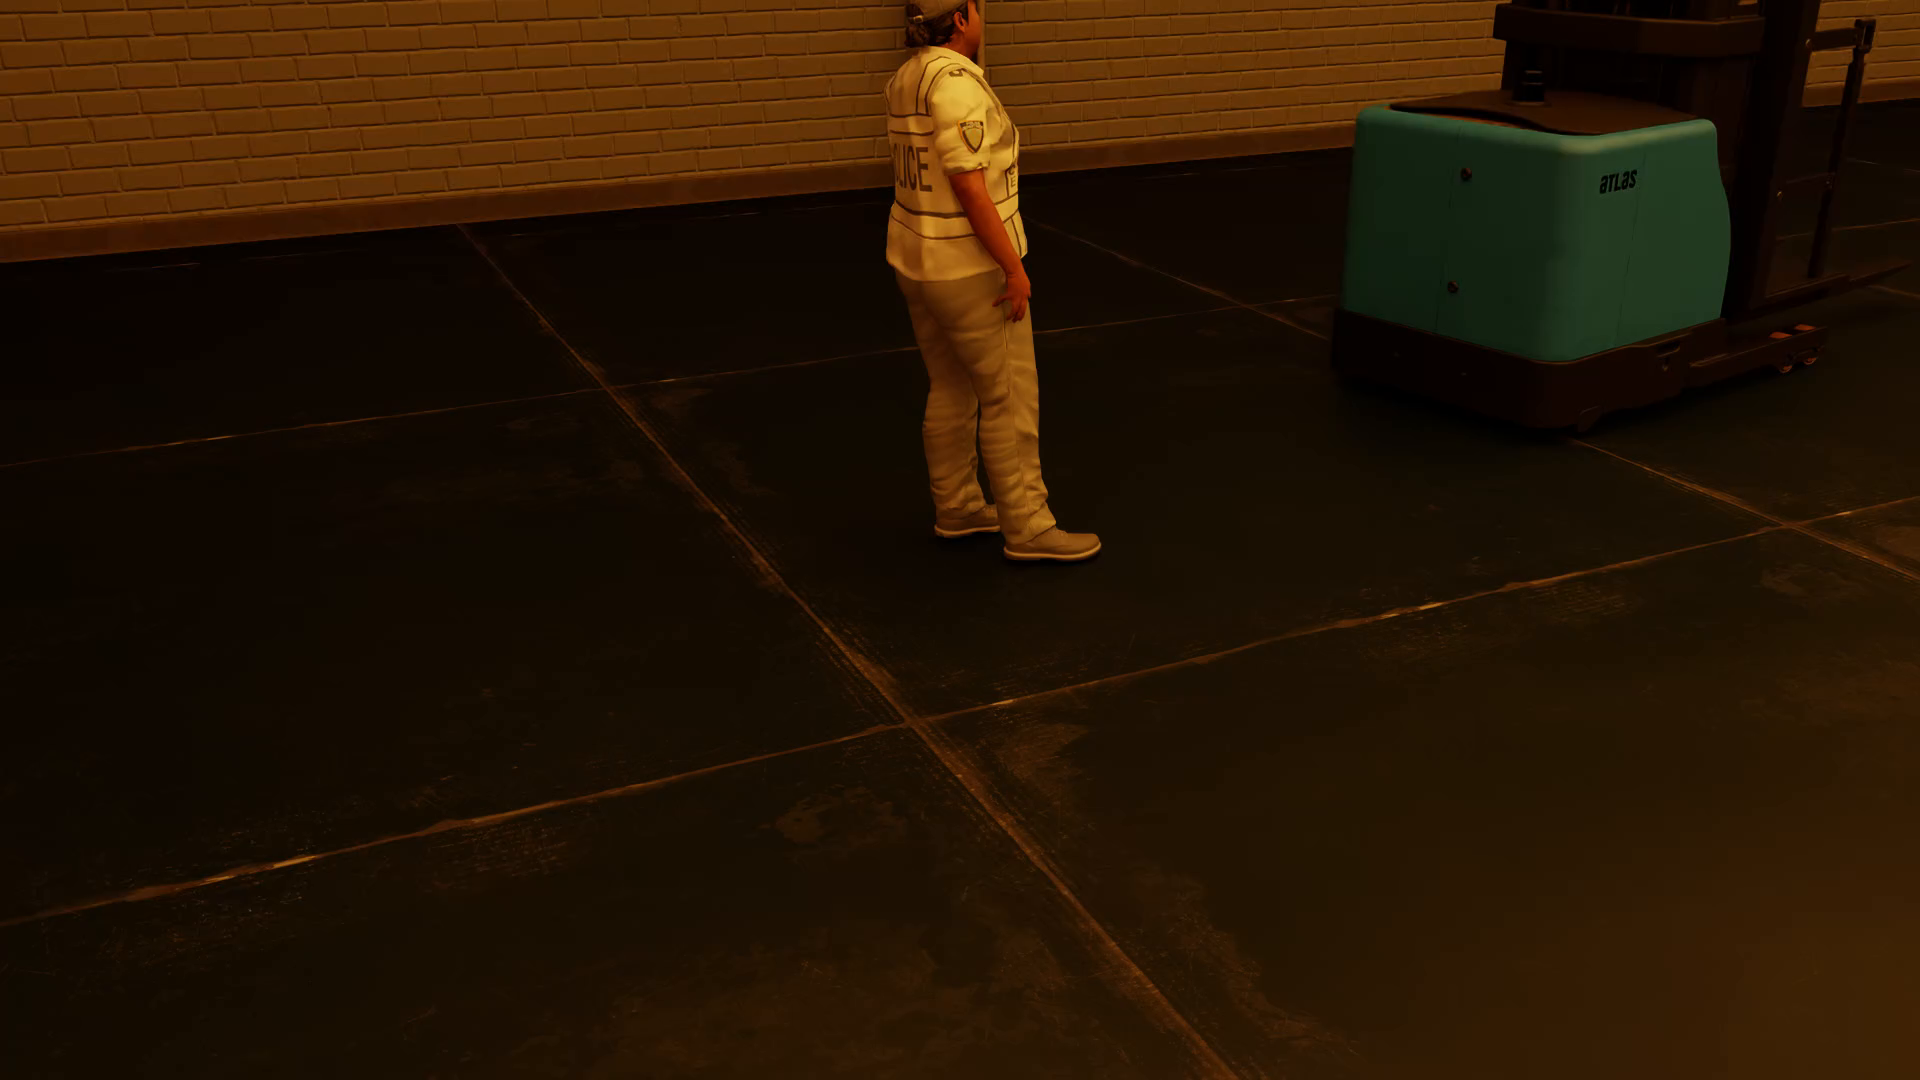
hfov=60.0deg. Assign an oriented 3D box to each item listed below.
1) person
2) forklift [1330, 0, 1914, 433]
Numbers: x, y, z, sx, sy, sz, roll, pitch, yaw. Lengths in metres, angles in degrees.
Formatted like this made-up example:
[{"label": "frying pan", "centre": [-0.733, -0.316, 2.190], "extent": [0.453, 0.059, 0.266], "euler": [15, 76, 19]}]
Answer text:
[{"label": "person", "centre": [0.079, -0.782, 4.795], "extent": [0.529, 1.670, 0.598], "euler": [-10, 25, -23]}, {"label": "forklift", "centre": [2.946, -2.172, 6.516], "extent": [3.031, 2.935, 1.130], "euler": [-16, 28, -34]}]
